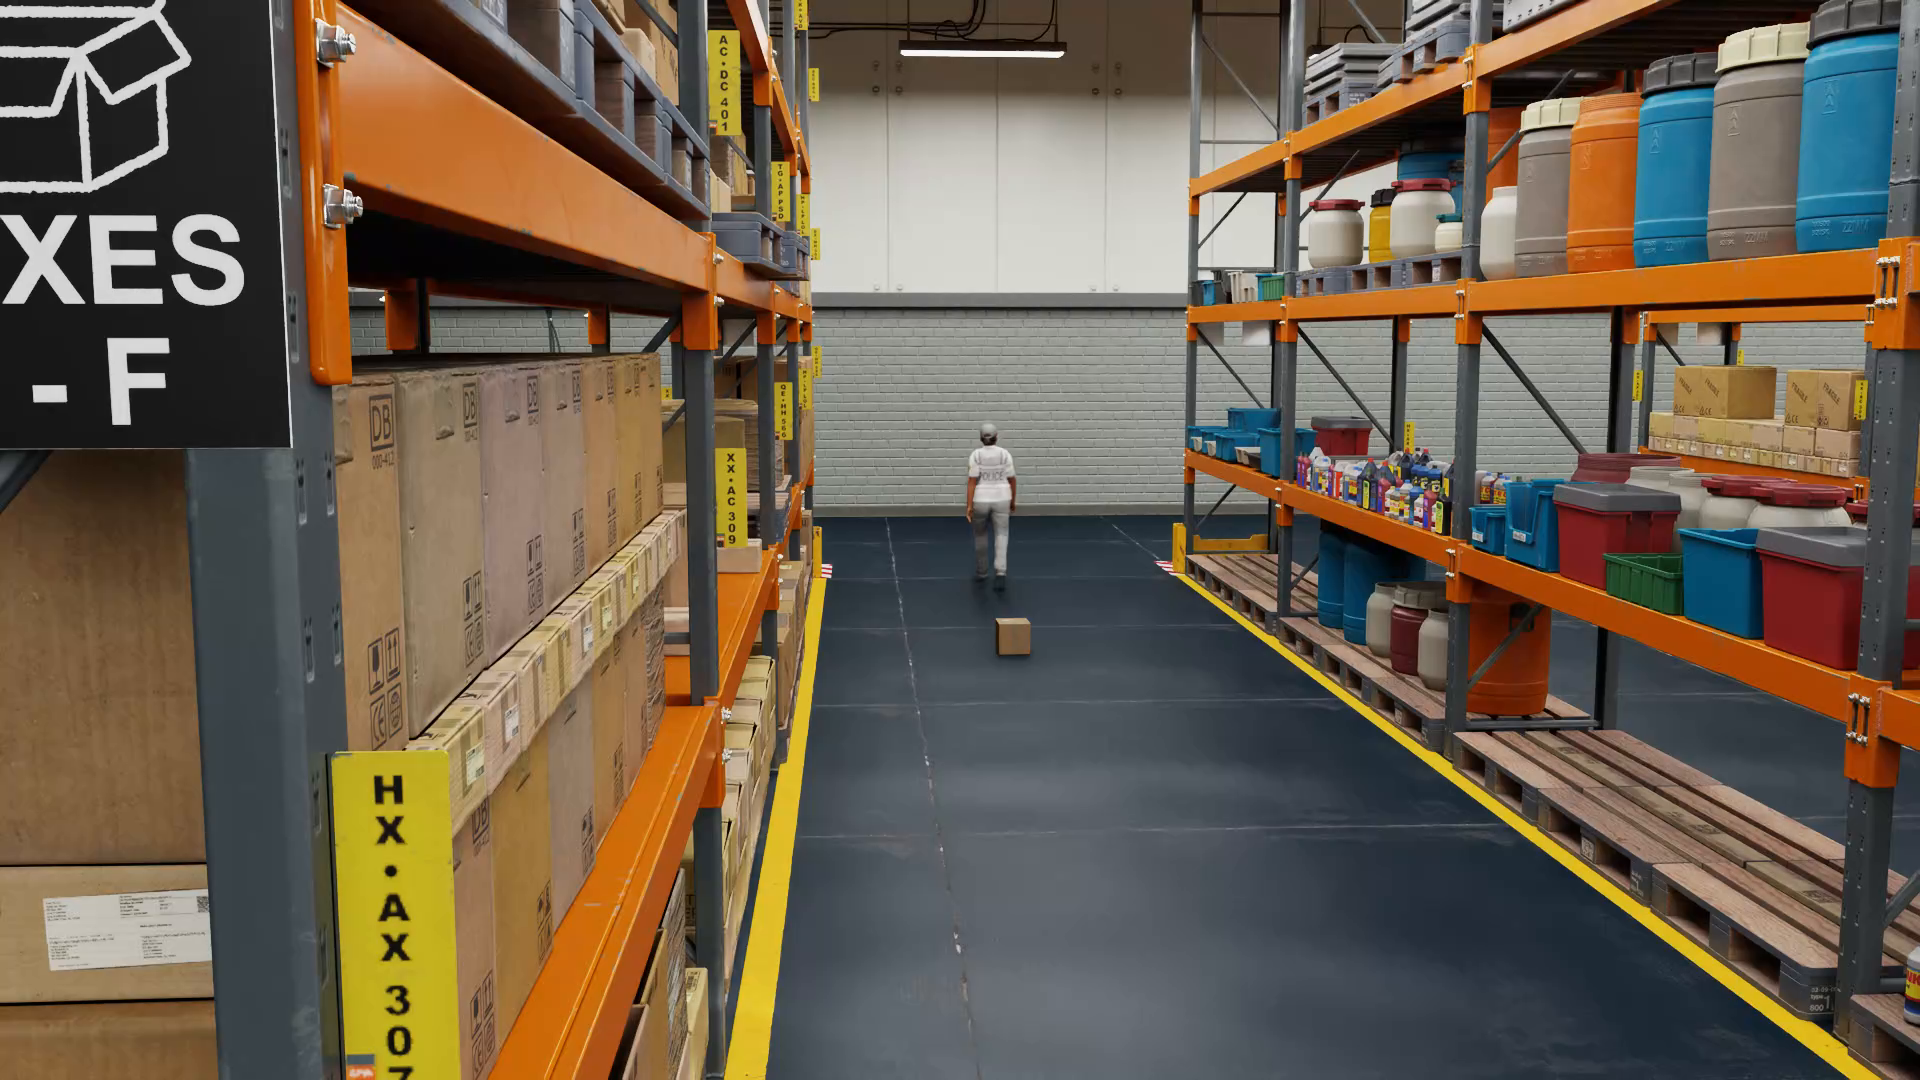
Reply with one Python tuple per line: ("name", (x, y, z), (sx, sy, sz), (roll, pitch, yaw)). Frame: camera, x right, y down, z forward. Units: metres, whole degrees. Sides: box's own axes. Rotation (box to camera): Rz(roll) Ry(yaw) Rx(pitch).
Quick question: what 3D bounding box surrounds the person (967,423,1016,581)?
("person", (0.323, -0.383, 16.896), (0.497, 1.611, 1.010), (0, 7, 3))
